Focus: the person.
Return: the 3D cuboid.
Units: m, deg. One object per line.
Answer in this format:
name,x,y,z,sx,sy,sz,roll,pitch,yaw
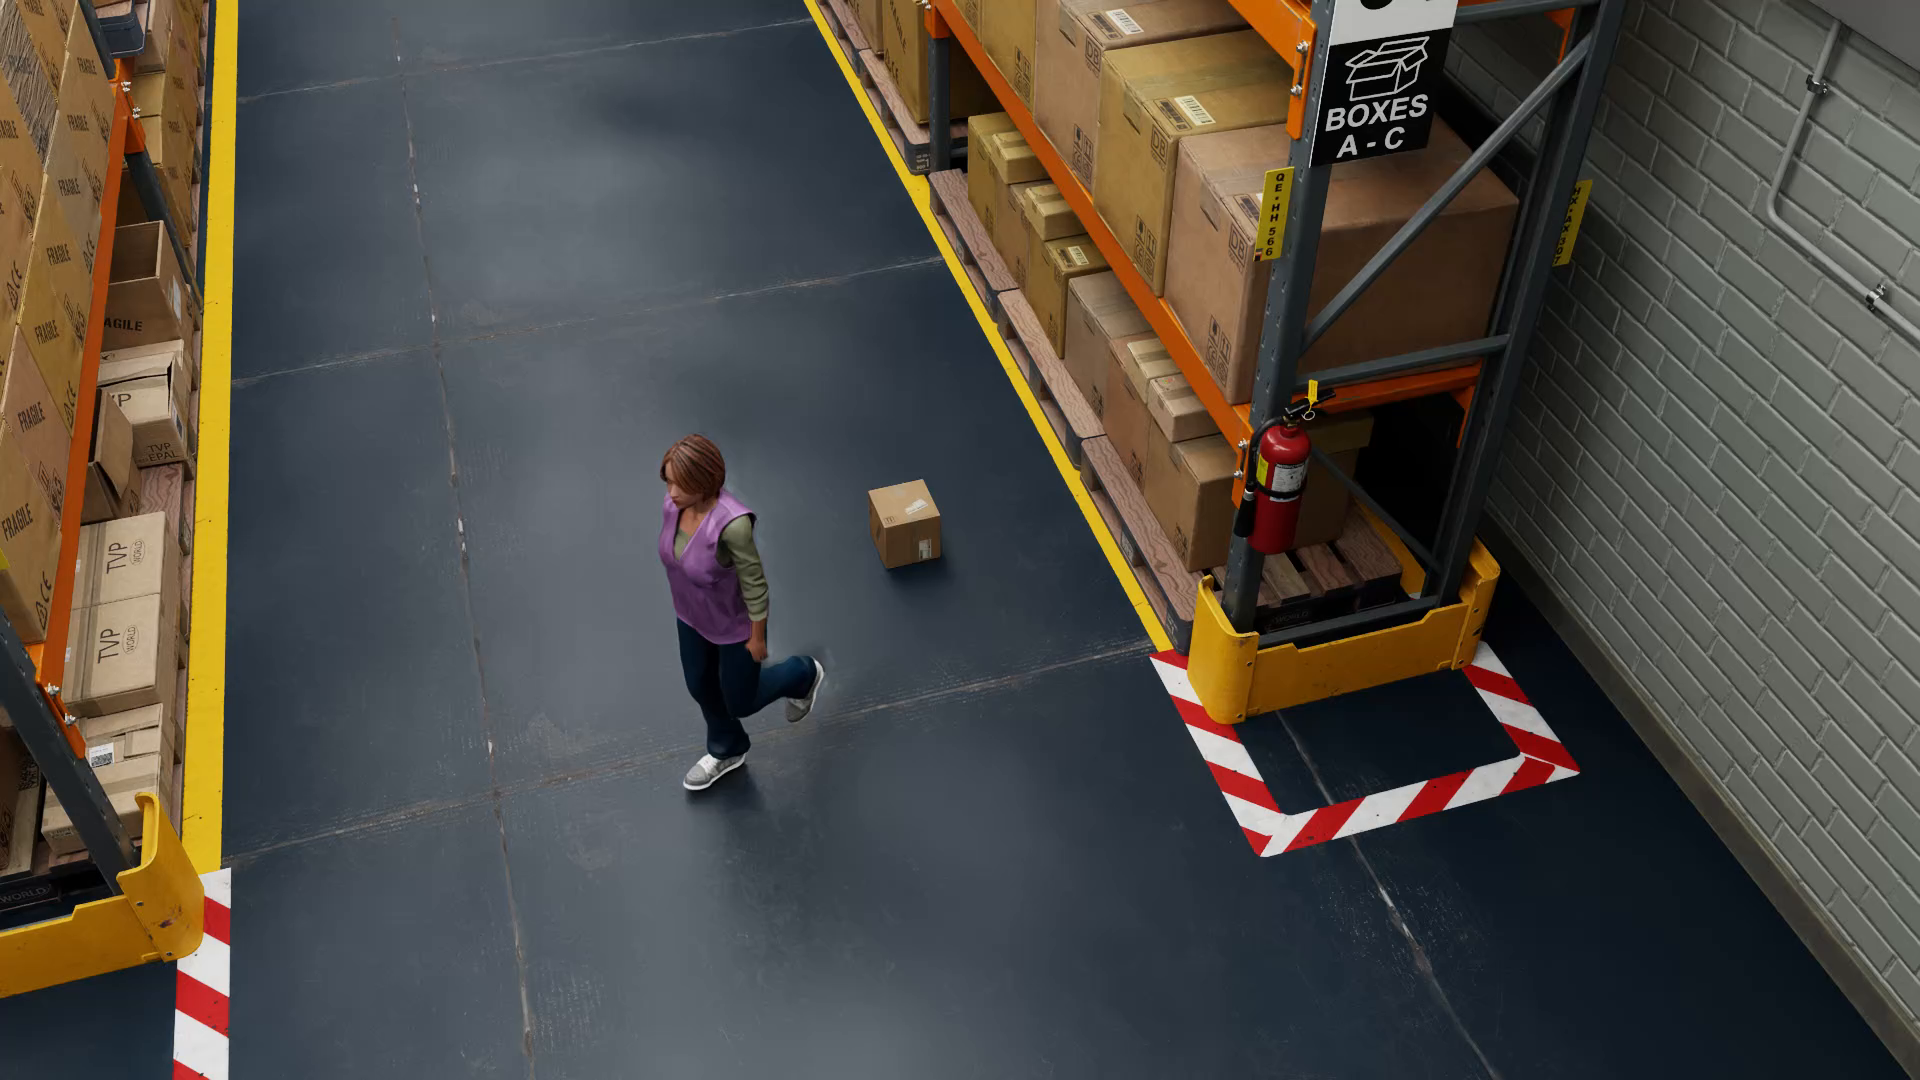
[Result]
person,-0.787,0.234,5.887,0.425,1.580,0.629,30,51,29
